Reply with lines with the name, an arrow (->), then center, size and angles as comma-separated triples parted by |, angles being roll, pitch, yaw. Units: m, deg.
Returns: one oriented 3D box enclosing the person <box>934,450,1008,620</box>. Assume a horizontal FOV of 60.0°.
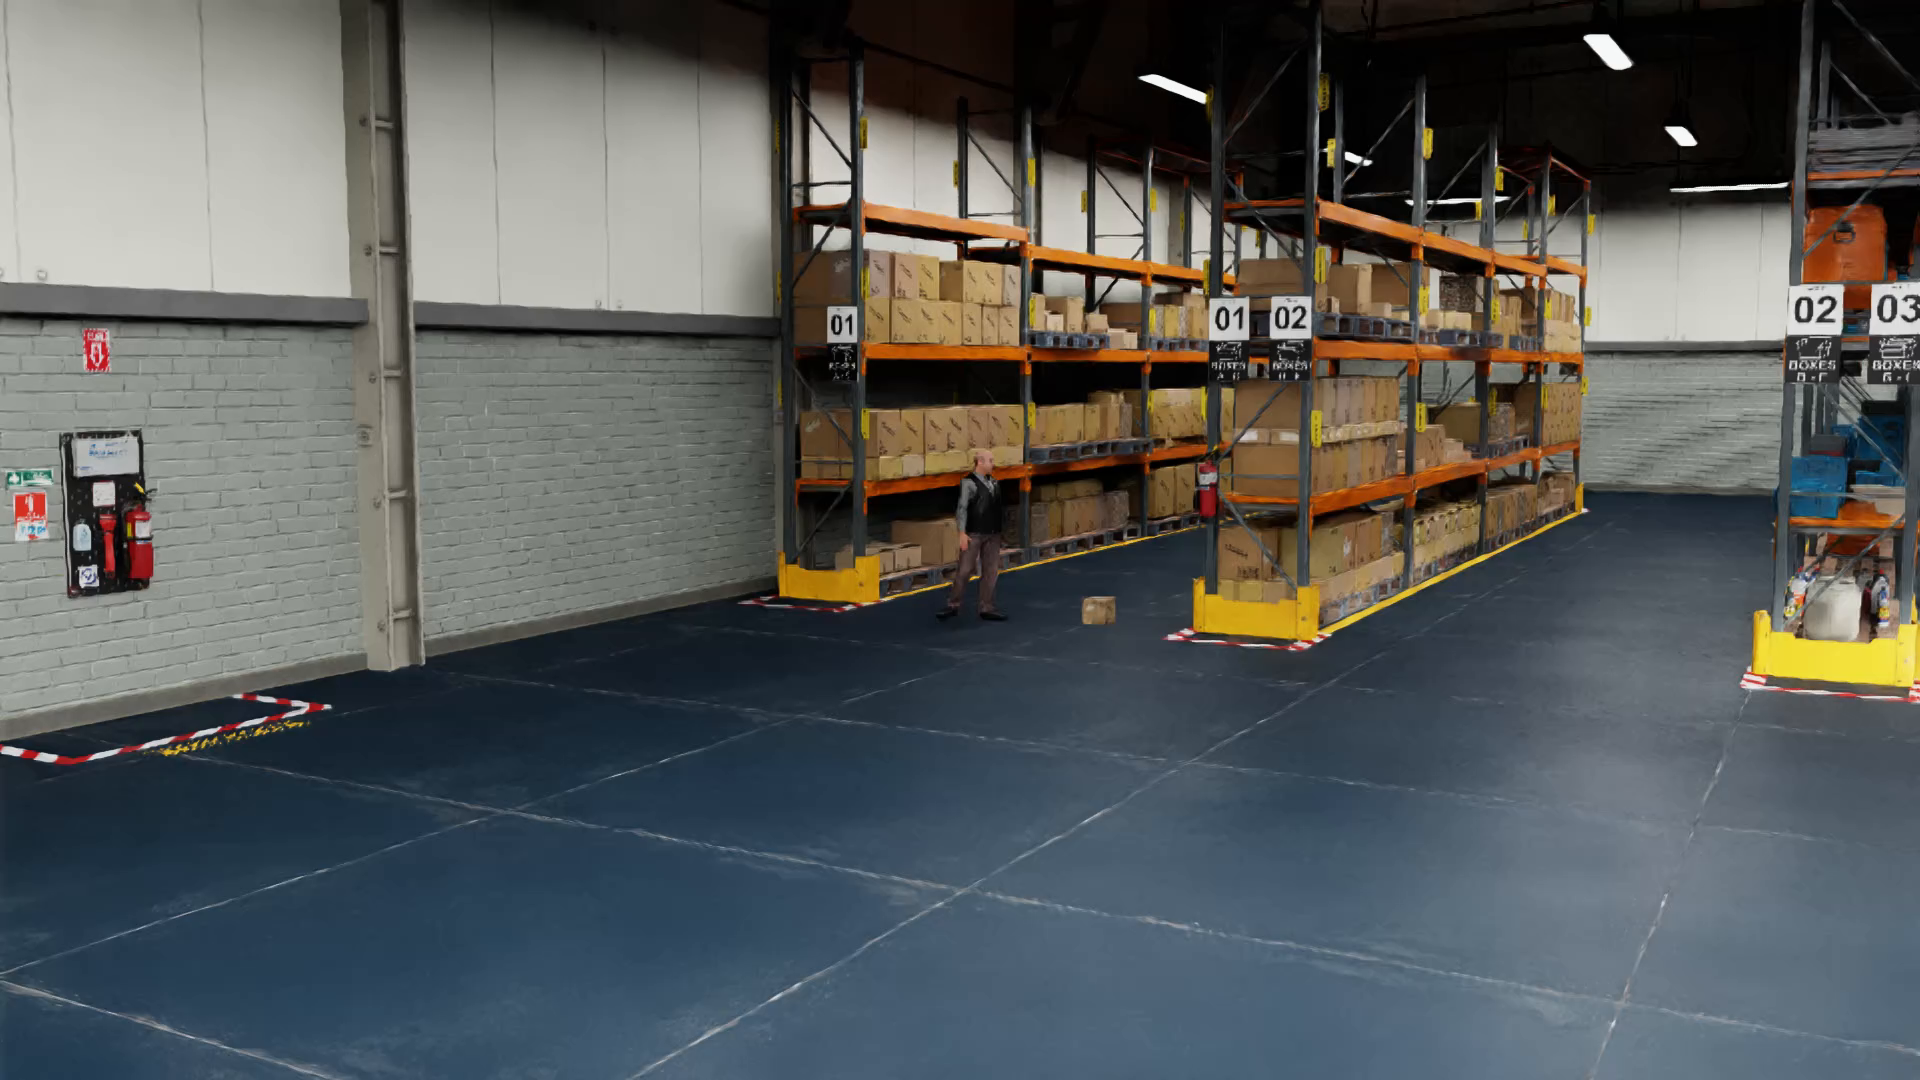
person -> 0.113, -0.045, 16.705 | 0.692, 1.725, 0.470 | -5, 8, -39
